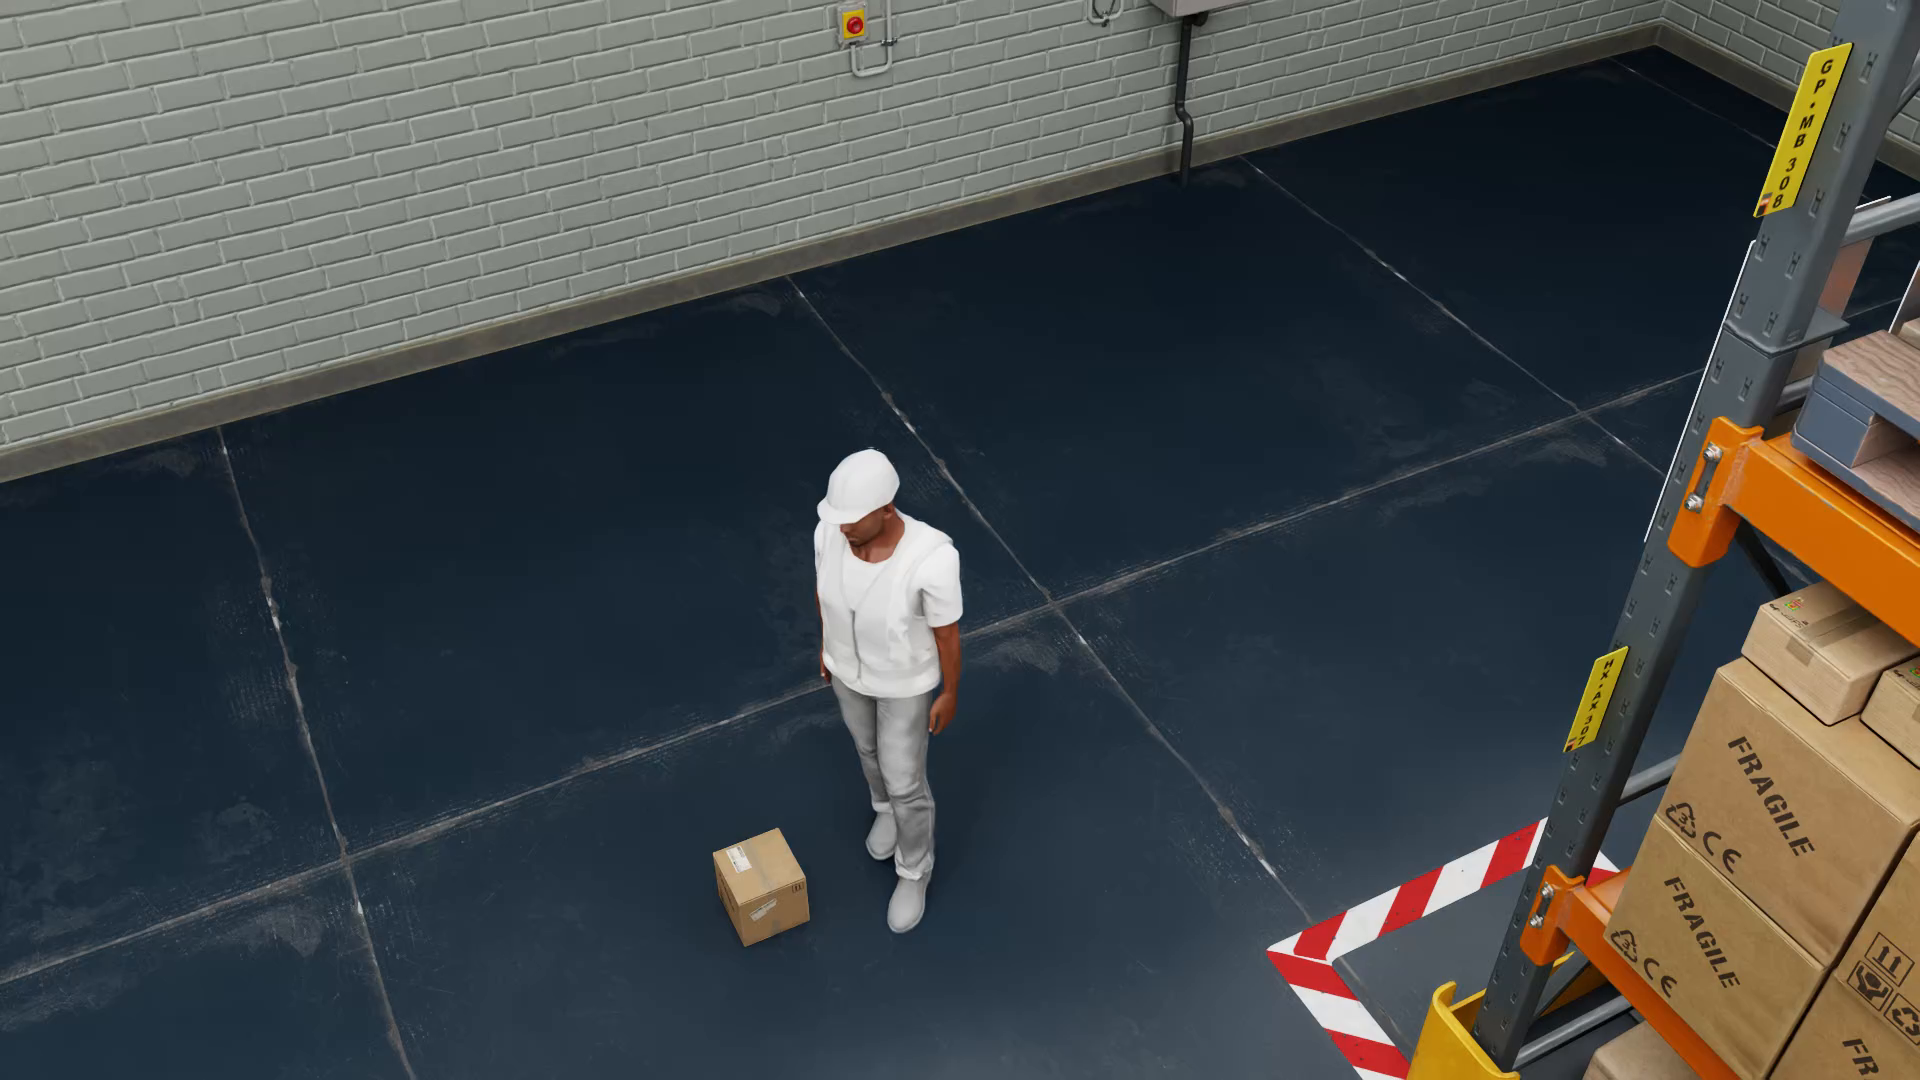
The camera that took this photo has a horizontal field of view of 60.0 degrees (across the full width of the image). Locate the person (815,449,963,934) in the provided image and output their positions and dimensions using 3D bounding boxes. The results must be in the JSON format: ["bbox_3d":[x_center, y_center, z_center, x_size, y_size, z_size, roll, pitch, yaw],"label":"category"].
[{"bbox_3d":[-0.306,0.491,5.572,0.590,1.774,0.547,21,45,22],"label":"person"}]
